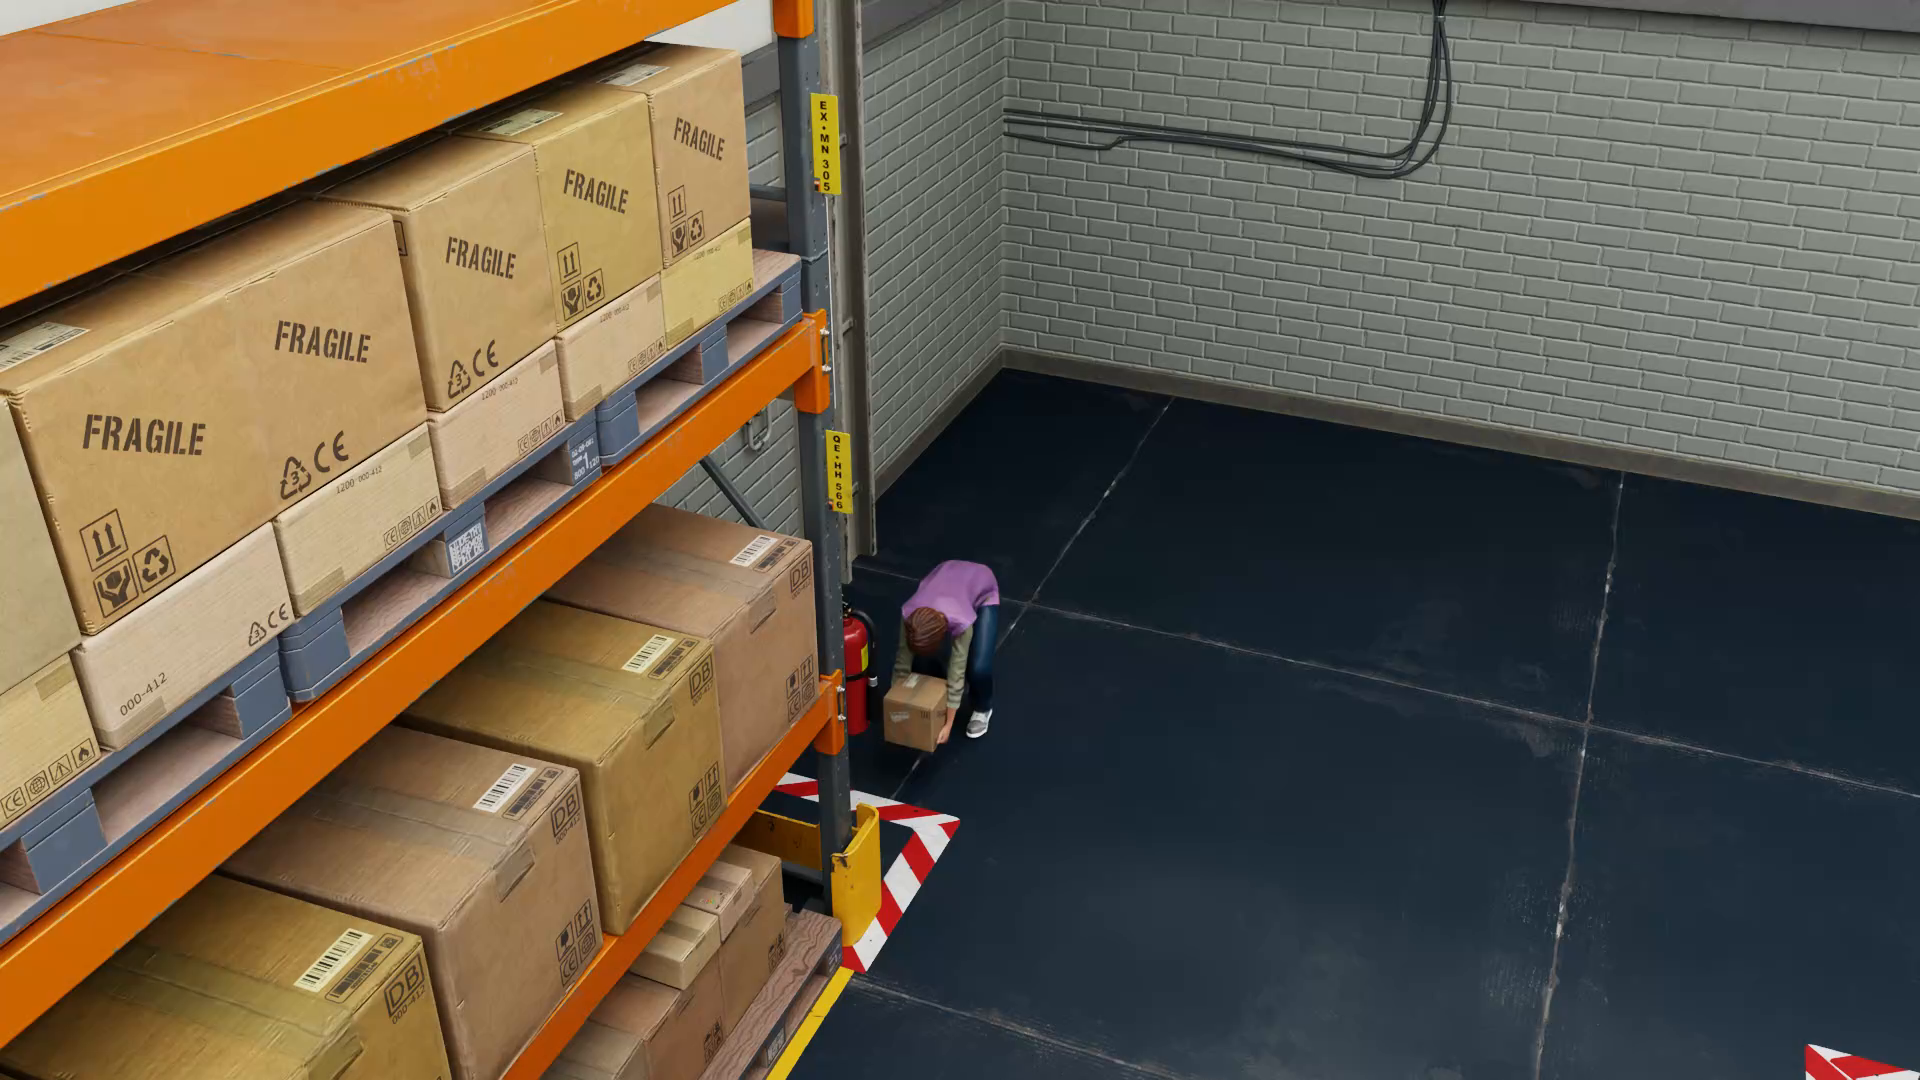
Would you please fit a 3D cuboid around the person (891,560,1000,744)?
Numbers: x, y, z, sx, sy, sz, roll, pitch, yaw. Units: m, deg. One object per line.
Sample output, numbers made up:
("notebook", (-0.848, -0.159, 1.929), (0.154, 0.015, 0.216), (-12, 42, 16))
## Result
("person", (-0.061, 0.580, 8.056), (0.429, 0.933, 0.863), (10, 32, 17))
